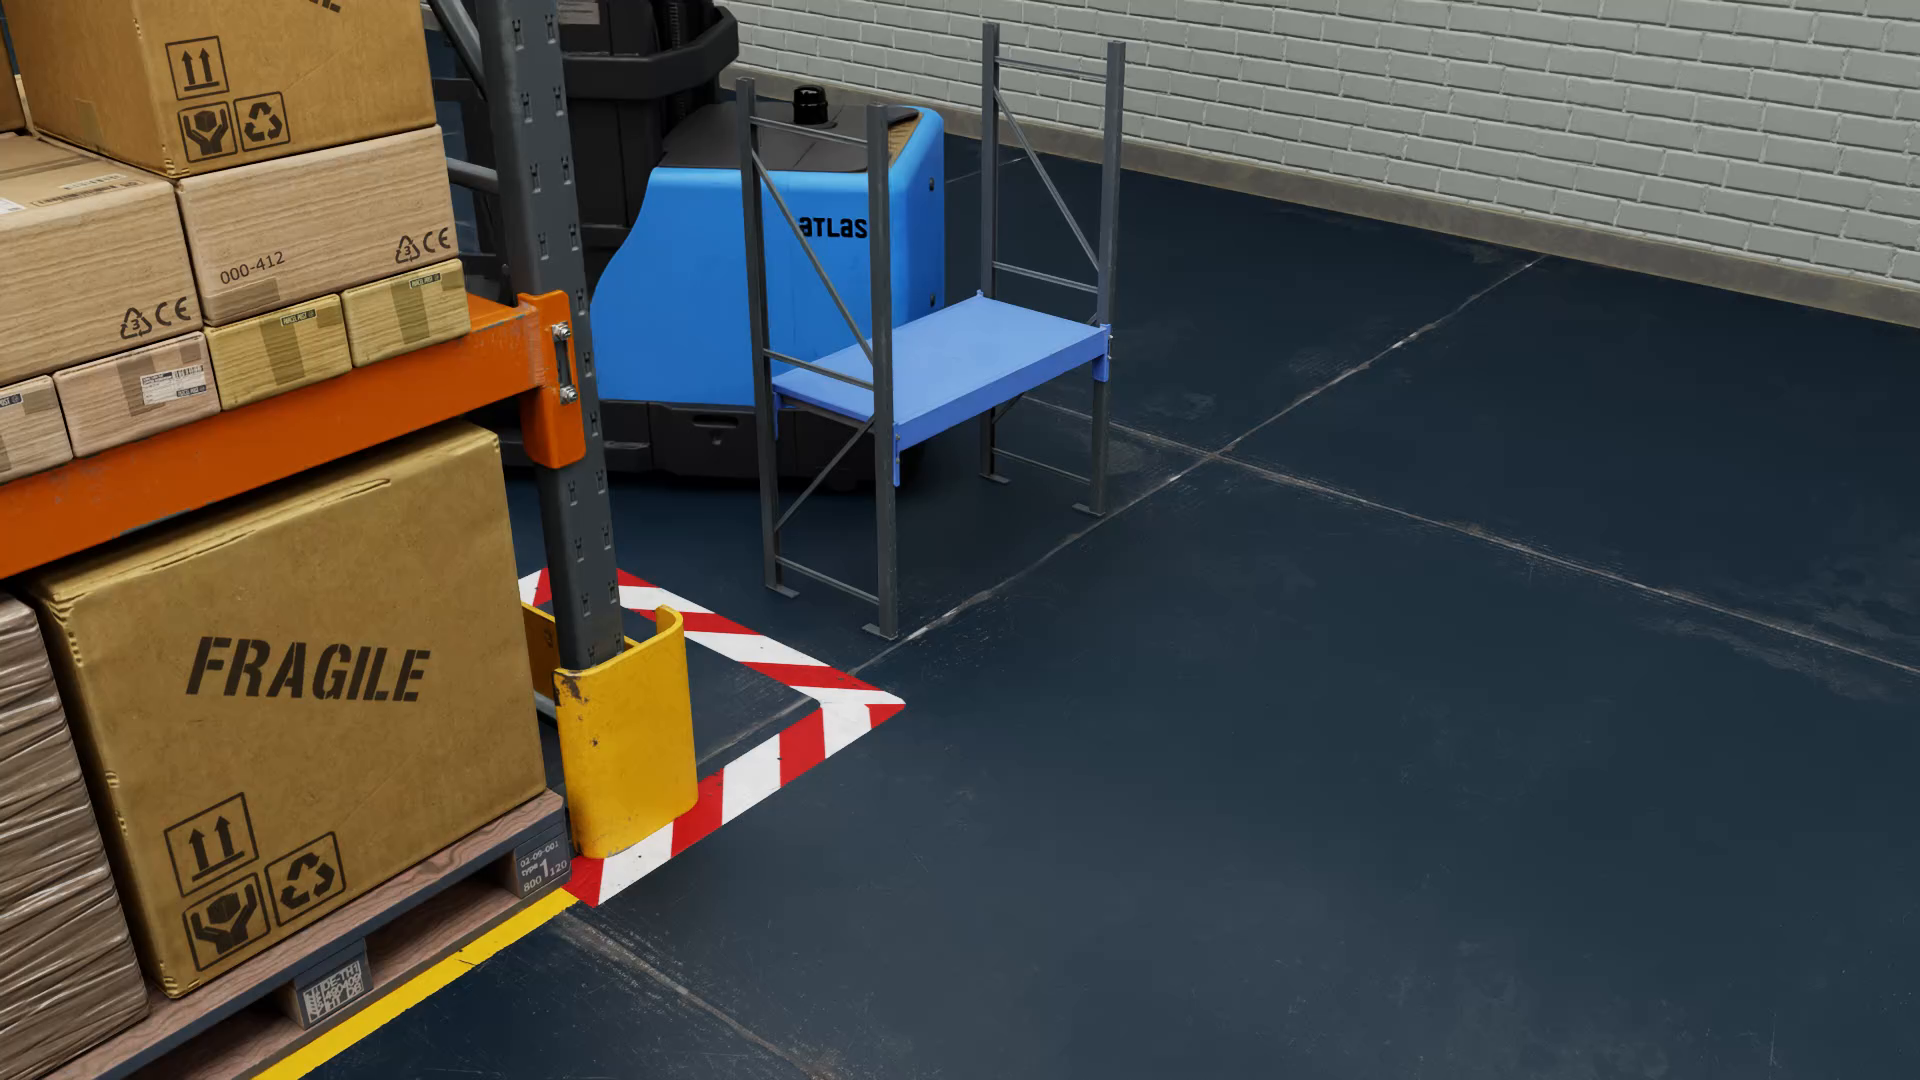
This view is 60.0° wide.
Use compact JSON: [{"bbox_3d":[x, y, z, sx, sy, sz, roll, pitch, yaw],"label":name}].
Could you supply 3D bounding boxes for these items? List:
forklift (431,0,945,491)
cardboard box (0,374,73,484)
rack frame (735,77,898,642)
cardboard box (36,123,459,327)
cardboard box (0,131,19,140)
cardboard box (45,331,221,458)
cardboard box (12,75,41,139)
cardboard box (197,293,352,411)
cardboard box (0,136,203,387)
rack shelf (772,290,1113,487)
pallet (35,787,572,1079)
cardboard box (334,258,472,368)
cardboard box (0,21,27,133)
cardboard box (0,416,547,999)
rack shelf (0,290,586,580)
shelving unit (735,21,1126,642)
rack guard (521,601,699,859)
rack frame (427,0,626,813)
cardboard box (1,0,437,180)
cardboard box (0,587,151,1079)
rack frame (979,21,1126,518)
[{"bbox_3d":[-1.599,-1.749,5.442,3.031,2.935,1.130,3,28,6],"label":"forklift"},{"bbox_3d":[-1.641,-0.204,2.654,0.380,0.149,0.250,21,34,35],"label":"cardboard box"},{"bbox_3d":[-0.378,-0.456,4.499,0.500,1.500,0.032,21,34,34],"label":"rack frame"},{"bbox_3d":[-1.287,-0.624,3.032,0.500,0.250,0.500,20,33,34],"label":"cardboard box"},{"bbox_3d":[-2.023,-0.596,2.978,0.500,0.250,0.500,20,34,34],"label":"cardboard box"},{"bbox_3d":[-1.481,-0.292,2.824,0.380,0.149,0.250,21,34,35],"label":"cardboard box"},{"bbox_3d":[-1.697,-0.783,3.338,0.500,0.250,0.500,20,33,33],"label":"cardboard box"},{"bbox_3d":[-1.320,-0.382,2.996,0.380,0.149,0.250,21,34,35],"label":"cardboard box"},{"bbox_3d":[-1.610,-0.445,2.685,0.500,0.250,0.500,20,33,34],"label":"cardboard box"},{"bbox_3d":[-0.054,-0.476,4.930,0.538,0.185,1.000,21,34,34],"label":"rack shelf"},{"bbox_3d":[-1.632,0.737,3.596,1.003,0.211,1.213,21,34,34],"label":"pallet"},{"bbox_3d":[-1.156,-0.474,3.176,0.380,0.149,0.250,22,34,35],"label":"cardboard box"},{"bbox_3d":[-2.015,-0.938,2.823,0.500,0.500,0.500,20,33,33],"label":"cardboard box"},{"bbox_3d":[-1.529,0.199,3.456,0.875,0.875,0.875,21,34,34],"label":"cardboard box"},{"bbox_3d":[-2.456,0.220,2.342,1.077,0.370,4.000,21,34,34],"label":"rack shelf"},{"bbox_3d":[-0.054,-0.636,4.847,0.538,1.500,1.048,21,34,34],"label":"shelving unit"},{"bbox_3d":[-1.168,0.293,4.139,1.175,0.500,0.348,21,34,34],"label":"rack guard"},{"bbox_3d":[-1.183,-0.808,3.548,1.000,3.000,0.127,21,34,34],"label":"rack frame"},{"bbox_3d":[-1.291,-0.957,2.859,0.500,0.500,0.500,21,34,35],"label":"cardboard box"},{"bbox_3d":[-2.108,0.522,2.832,0.875,0.875,0.875,21,34,34],"label":"cardboard box"},{"bbox_3d":[0.269,-0.816,5.195,0.500,1.500,0.032,21,34,34],"label":"rack frame"}]
